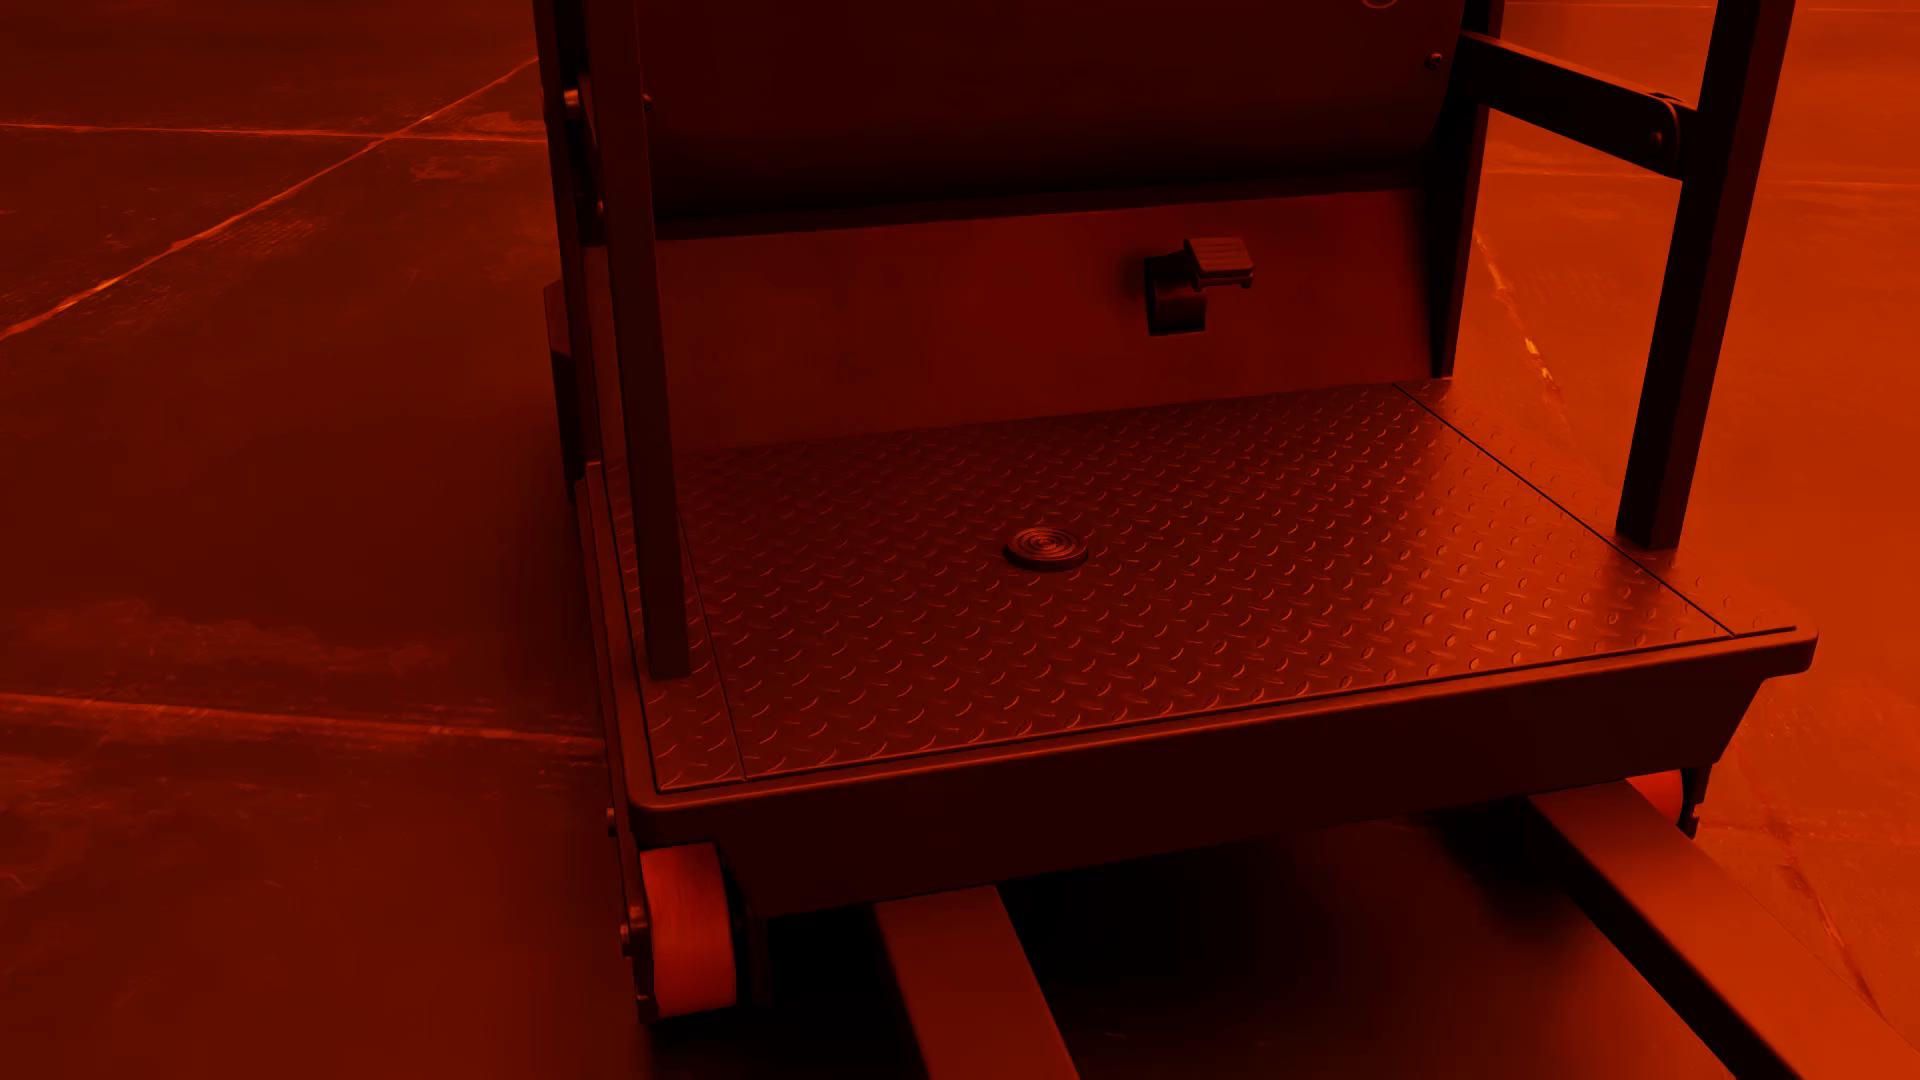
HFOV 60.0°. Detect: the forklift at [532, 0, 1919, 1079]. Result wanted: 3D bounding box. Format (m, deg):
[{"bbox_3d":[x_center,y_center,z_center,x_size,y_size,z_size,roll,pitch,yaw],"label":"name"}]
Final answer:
[{"bbox_3d":[0.153,-1.049,1.319,1.130,2.935,3.031,-7,27,-13],"label":"forklift"}]
